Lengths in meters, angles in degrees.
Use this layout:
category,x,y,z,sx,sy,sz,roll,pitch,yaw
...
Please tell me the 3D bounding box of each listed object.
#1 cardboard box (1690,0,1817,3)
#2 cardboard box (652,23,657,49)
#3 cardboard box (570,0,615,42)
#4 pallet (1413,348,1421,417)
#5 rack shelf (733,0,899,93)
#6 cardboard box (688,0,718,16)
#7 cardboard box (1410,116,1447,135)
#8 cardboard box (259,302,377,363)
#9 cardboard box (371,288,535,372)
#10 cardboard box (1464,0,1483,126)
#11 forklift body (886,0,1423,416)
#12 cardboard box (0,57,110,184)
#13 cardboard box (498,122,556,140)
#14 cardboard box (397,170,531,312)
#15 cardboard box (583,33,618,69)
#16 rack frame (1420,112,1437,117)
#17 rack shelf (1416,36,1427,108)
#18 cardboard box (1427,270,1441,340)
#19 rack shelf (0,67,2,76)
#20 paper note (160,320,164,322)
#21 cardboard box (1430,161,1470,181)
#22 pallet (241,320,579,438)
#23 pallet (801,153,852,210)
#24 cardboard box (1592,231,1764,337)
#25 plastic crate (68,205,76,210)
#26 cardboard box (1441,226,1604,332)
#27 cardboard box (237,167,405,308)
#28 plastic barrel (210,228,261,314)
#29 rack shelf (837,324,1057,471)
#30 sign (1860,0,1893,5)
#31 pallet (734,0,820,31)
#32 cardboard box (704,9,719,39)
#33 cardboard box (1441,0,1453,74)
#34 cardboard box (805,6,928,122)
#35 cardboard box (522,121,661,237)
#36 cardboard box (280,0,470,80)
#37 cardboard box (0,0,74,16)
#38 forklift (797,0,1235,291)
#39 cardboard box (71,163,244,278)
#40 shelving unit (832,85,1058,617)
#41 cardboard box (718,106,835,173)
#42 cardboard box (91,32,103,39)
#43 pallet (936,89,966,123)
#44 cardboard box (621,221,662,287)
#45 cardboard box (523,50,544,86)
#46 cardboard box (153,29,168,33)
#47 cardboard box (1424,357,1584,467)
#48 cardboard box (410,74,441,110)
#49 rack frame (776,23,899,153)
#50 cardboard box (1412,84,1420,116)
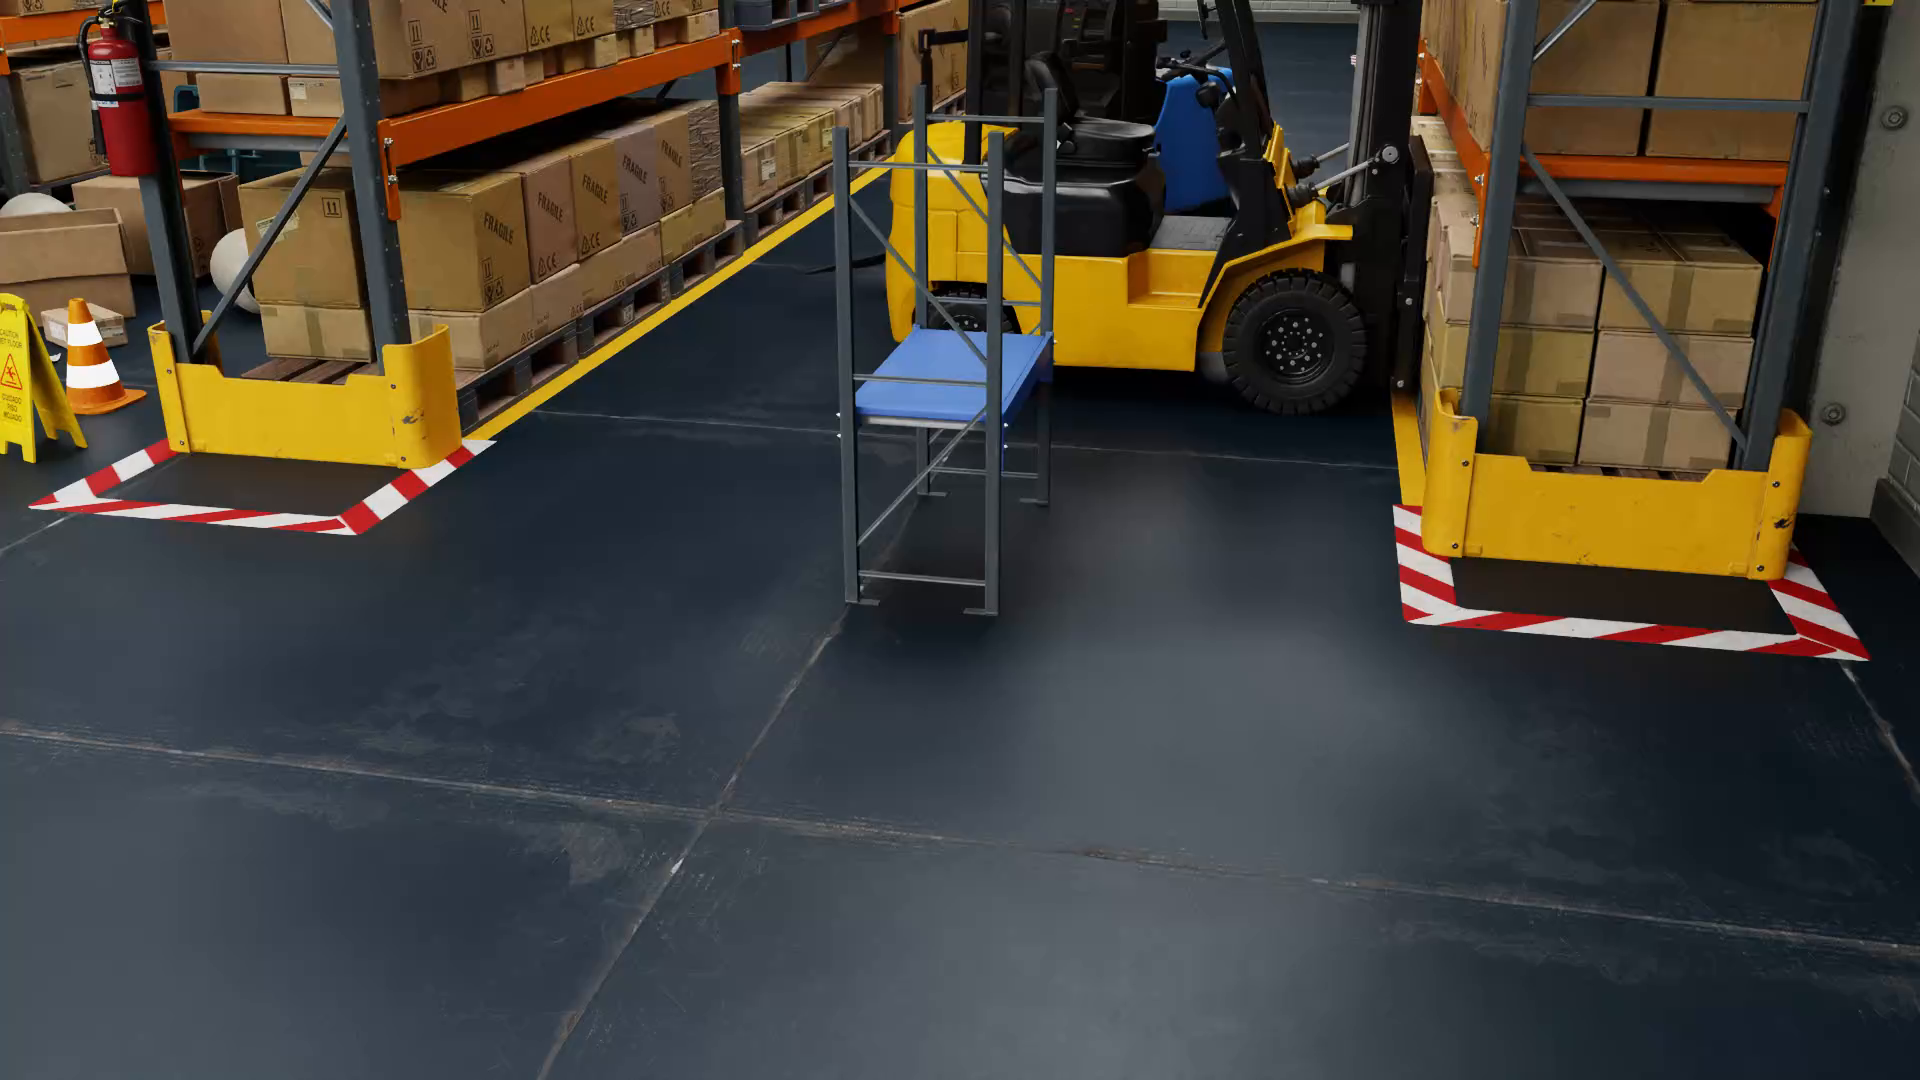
category,x,y,z,sx,sy,sz,roll,pitch,yaw
cardboard box,2.536,-1.820,5.356,0.380,0.149,0.250,4,22,10
cardboard box,-1.837,-2.680,8.829,0.380,0.149,0.250,4,22,10
cardboard box,-1.978,-2.645,7.873,0.500,0.500,0.500,4,22,10
pallet,2.579,-0.803,7.564,1.003,0.211,1.213,4,22,11
rack shelf,-1.423,-3.606,11.756,1.077,0.370,4.000,4,22,11
cardboard box,-1.678,-3.211,9.280,0.500,0.500,0.500,4,22,10
cardboard box,2.623,-2.062,8.737,0.500,0.250,0.500,4,22,10
cardboard box,-2.741,-0.990,7.415,0.500,0.250,0.500,4,22,11
cardboard box,-2.212,-0.939,7.288,0.500,0.250,0.500,4,22,10
cardboard box,2.171,-1.804,6.184,0.500,0.500,0.500,5,23,13
forklift body,0.814,-1.807,7.462,2.313,2.155,1.214,4,22,11
cardboard box,-6.659,-2.934,11.573,1.050,0.750,0.750,4,22,11
cardboard box,-2.421,-1.894,8.657,0.500,0.500,0.500,6,23,14
cardboard box,-2.208,-1.295,7.170,0.500,0.500,0.500,4,22,9
cardboard box,-1.901,-2.391,8.112,0.380,0.149,0.250,5,22,11
rack frame,3.029,-2.831,8.869,1.000,3.000,0.127,4,22,11
rack shelf,3.437,-3.229,10.819,1.077,0.370,4.000,4,22,11
cardboard box,2.119,-0.904,6.533,0.500,0.250,0.500,4,22,10
rack shelf,-7.106,-2.484,8.968,1.077,0.370,4.000,4,22,11
paper note,-4.083,-1.160,8.708,0.148,0.019,0.142,13,25,29
cardboard box,2.304,-1.501,7.346,0.500,0.250,0.500,4,22,10
pallet,-2.431,-0.774,7.494,1.003,0.211,1.213,4,22,11
pallet,-1.427,-2.647,12.144,1.003,0.211,1.213,4,22,11
cardboard box,2.496,-0.913,5.886,0.500,0.250,0.500,4,22,10
plastic crate,-5.451,-2.108,10.759,0.450,0.188,0.662,7,21,42
cardboard box,2.001,-0.944,5.962,0.500,0.250,0.500,5,23,13
cardboard box,-2.739,-1.326,7.245,0.500,0.500,0.500,5,22,11
plastic barrel,-3.708,-1.421,8.816,0.421,0.421,0.512,-16,27,-35
rack shelf,-0.017,-0.498,5.563,0.538,0.185,1.000,4,22,11
sign,2.755,-1.762,4.950,0.100,0.325,0.005,4,22,11
pallet,-1.533,-3.388,10.507,1.003,0.211,1.213,4,22,11
cardboard box,-1.598,-2.951,9.502,0.380,0.149,0.250,4,22,10
cardboard box,2.490,-2.358,7.561,0.500,0.500,0.500,4,22,10
cardboard box,-0.793,-4.127,14.367,0.875,0.875,0.875,4,22,10
cardboard box,-1.894,-1.866,8.586,0.500,0.500,0.500,6,23,14
cardboard box,-2.279,-2.082,6.476,0.500,0.500,0.500,4,22,10
cardboard box,-6.327,-3.767,11.058,0.500,0.500,0.500,5,22,12
forklift,0.361,-2.923,9.189,1.130,2.935,3.031,17,28,36
cardboard box,-4.585,-1.829,9.539,0.797,0.637,0.503,4,22,11
shelving unit,-0.017,-0.665,5.496,0.538,1.500,1.048,4,22,11
cardboard box,-1.443,-2.894,11.979,0.950,0.372,0.625,5,23,13
cardboard box,-10.011,-5.863,18.679,1.225,0.875,0.875,5,22,11
pallet,-0.529,-4.105,15.764,1.003,0.211,1.213,4,22,11
cardboard box,-1.896,-1.510,8.706,0.500,0.250,0.500,5,22,12
cardboard box,-2.088,-2.108,7.409,0.380,0.149,0.250,5,22,12
cardboard box,-6.094,-3.947,14.088,1.050,0.750,0.750,4,22,10
cardboard box,1.999,-0.484,6.158,0.500,0.250,0.500,5,22,11
cardboard box,-2.338,-1.831,6.721,0.380,0.149,0.250,5,22,12
rack frame,-1.015,-4.671,13.437,1.000,3.000,0.127,4,22,11
cardboard box,3.442,-2.675,11.096,0.875,0.625,0.625,4,22,9
